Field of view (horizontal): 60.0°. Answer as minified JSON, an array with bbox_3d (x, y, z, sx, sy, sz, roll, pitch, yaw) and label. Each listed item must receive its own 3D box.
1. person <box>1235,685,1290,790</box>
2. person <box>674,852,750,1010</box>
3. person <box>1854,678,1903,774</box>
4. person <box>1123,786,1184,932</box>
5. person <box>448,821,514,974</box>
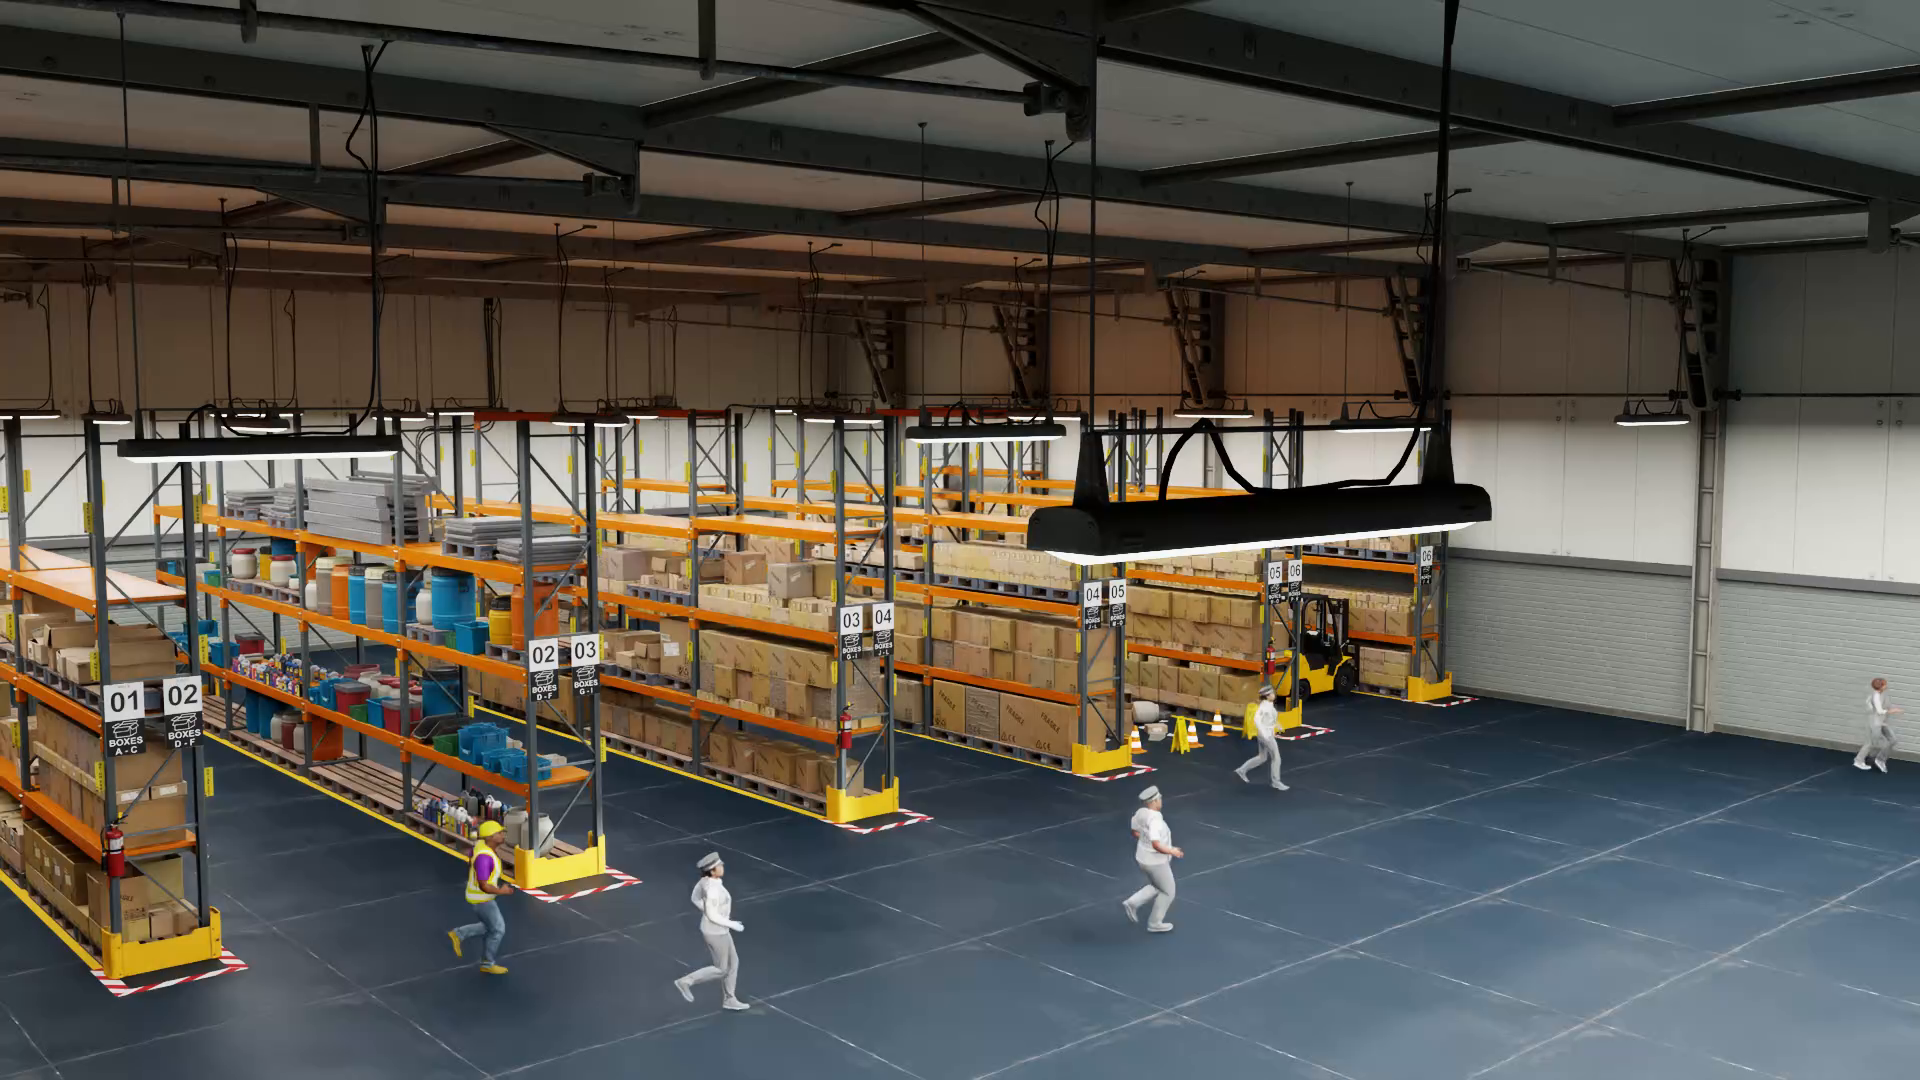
[{"bbox_3d":[4.862,3.157,26.671,0.863,1.696,0.626,1,5,6],"label":"person"},{"bbox_3d":[-2.551,4.018,17.028,0.775,1.683,0.628,-1,5,-16],"label":"person"},{"bbox_3d":[15.339,3.097,27.756,0.682,1.621,0.507,4,7,41],"label":"person"},{"bbox_3d":[2.264,3.748,19.551,0.628,1.726,0.661,-2,5,-17],"label":"person"},{"bbox_3d":[-5.223,3.903,18.118,0.697,1.718,0.740,-2,5,-18],"label":"person"}]
